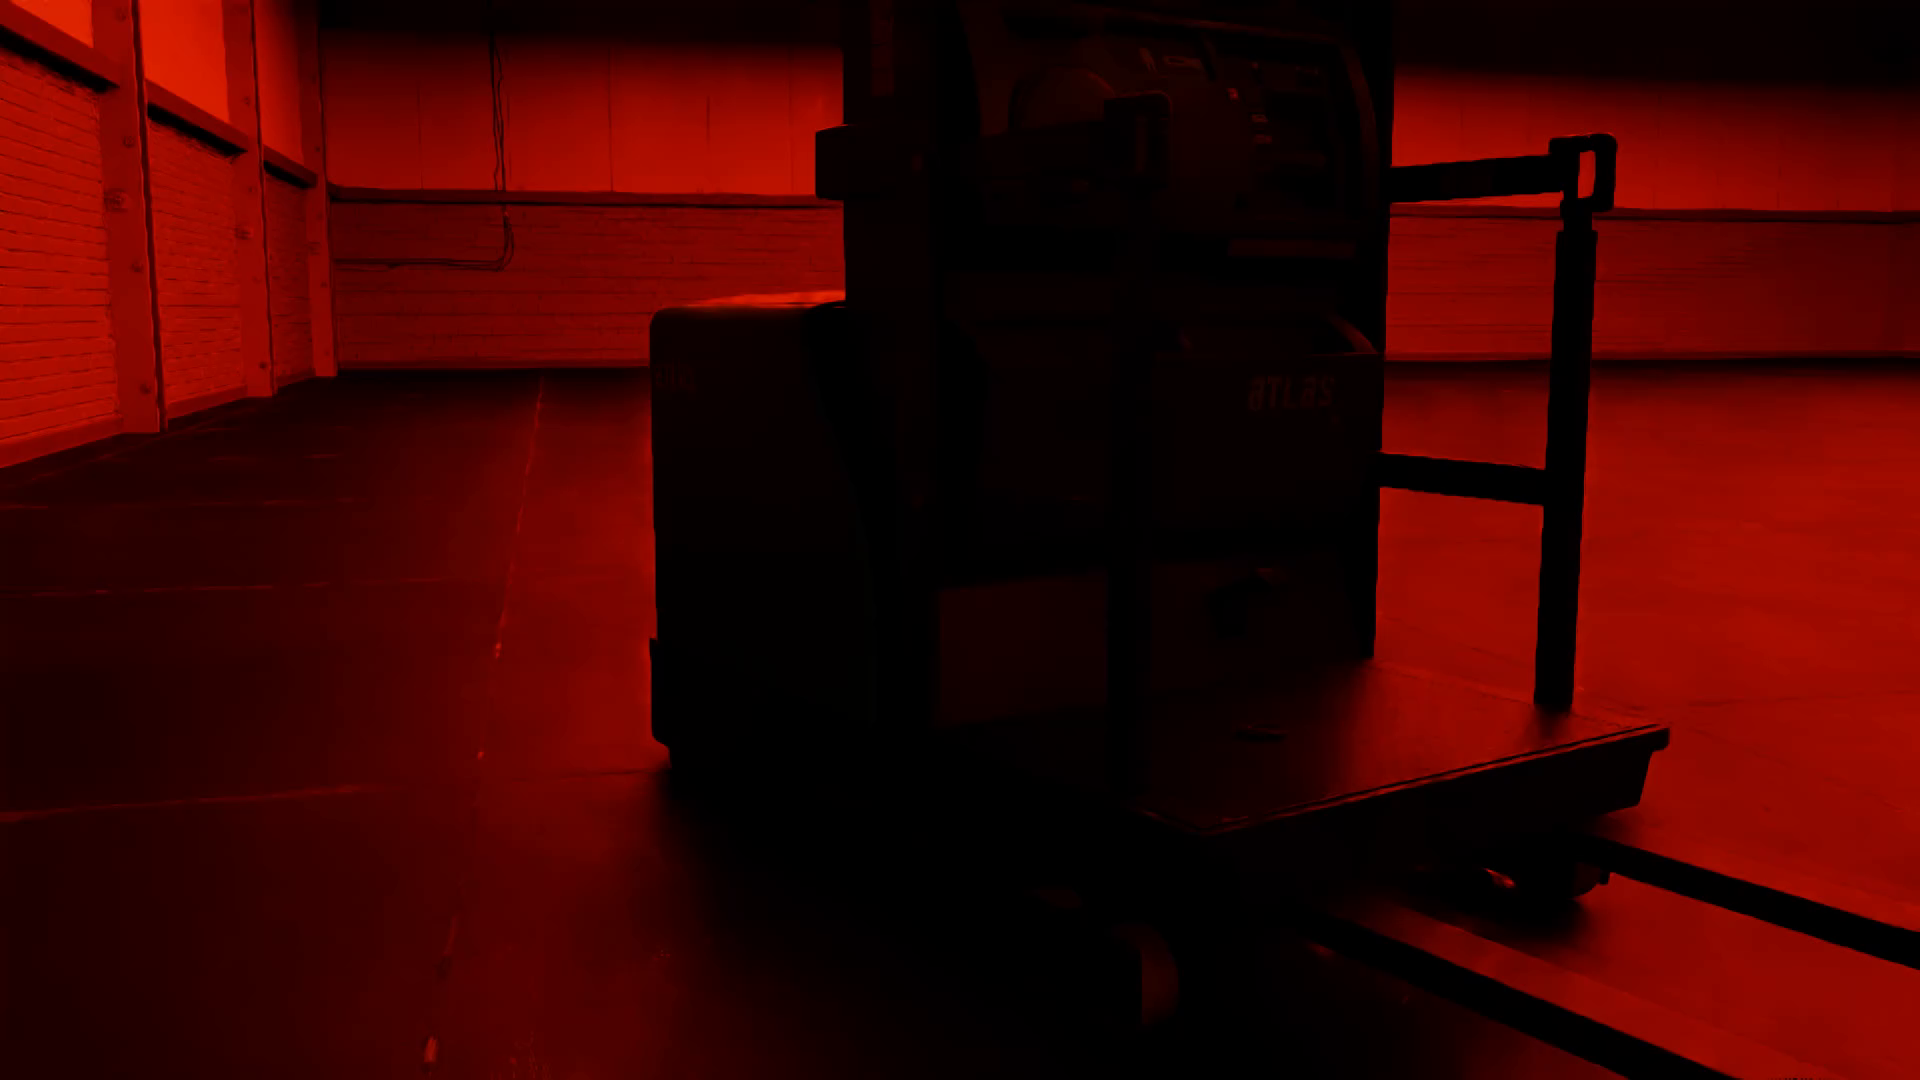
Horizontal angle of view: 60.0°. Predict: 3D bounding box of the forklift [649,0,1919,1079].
[{"bbox_3d":[0.511,-0.792,2.793,1.130,2.935,3.031,-5,10,-33],"label":"forklift"}]
